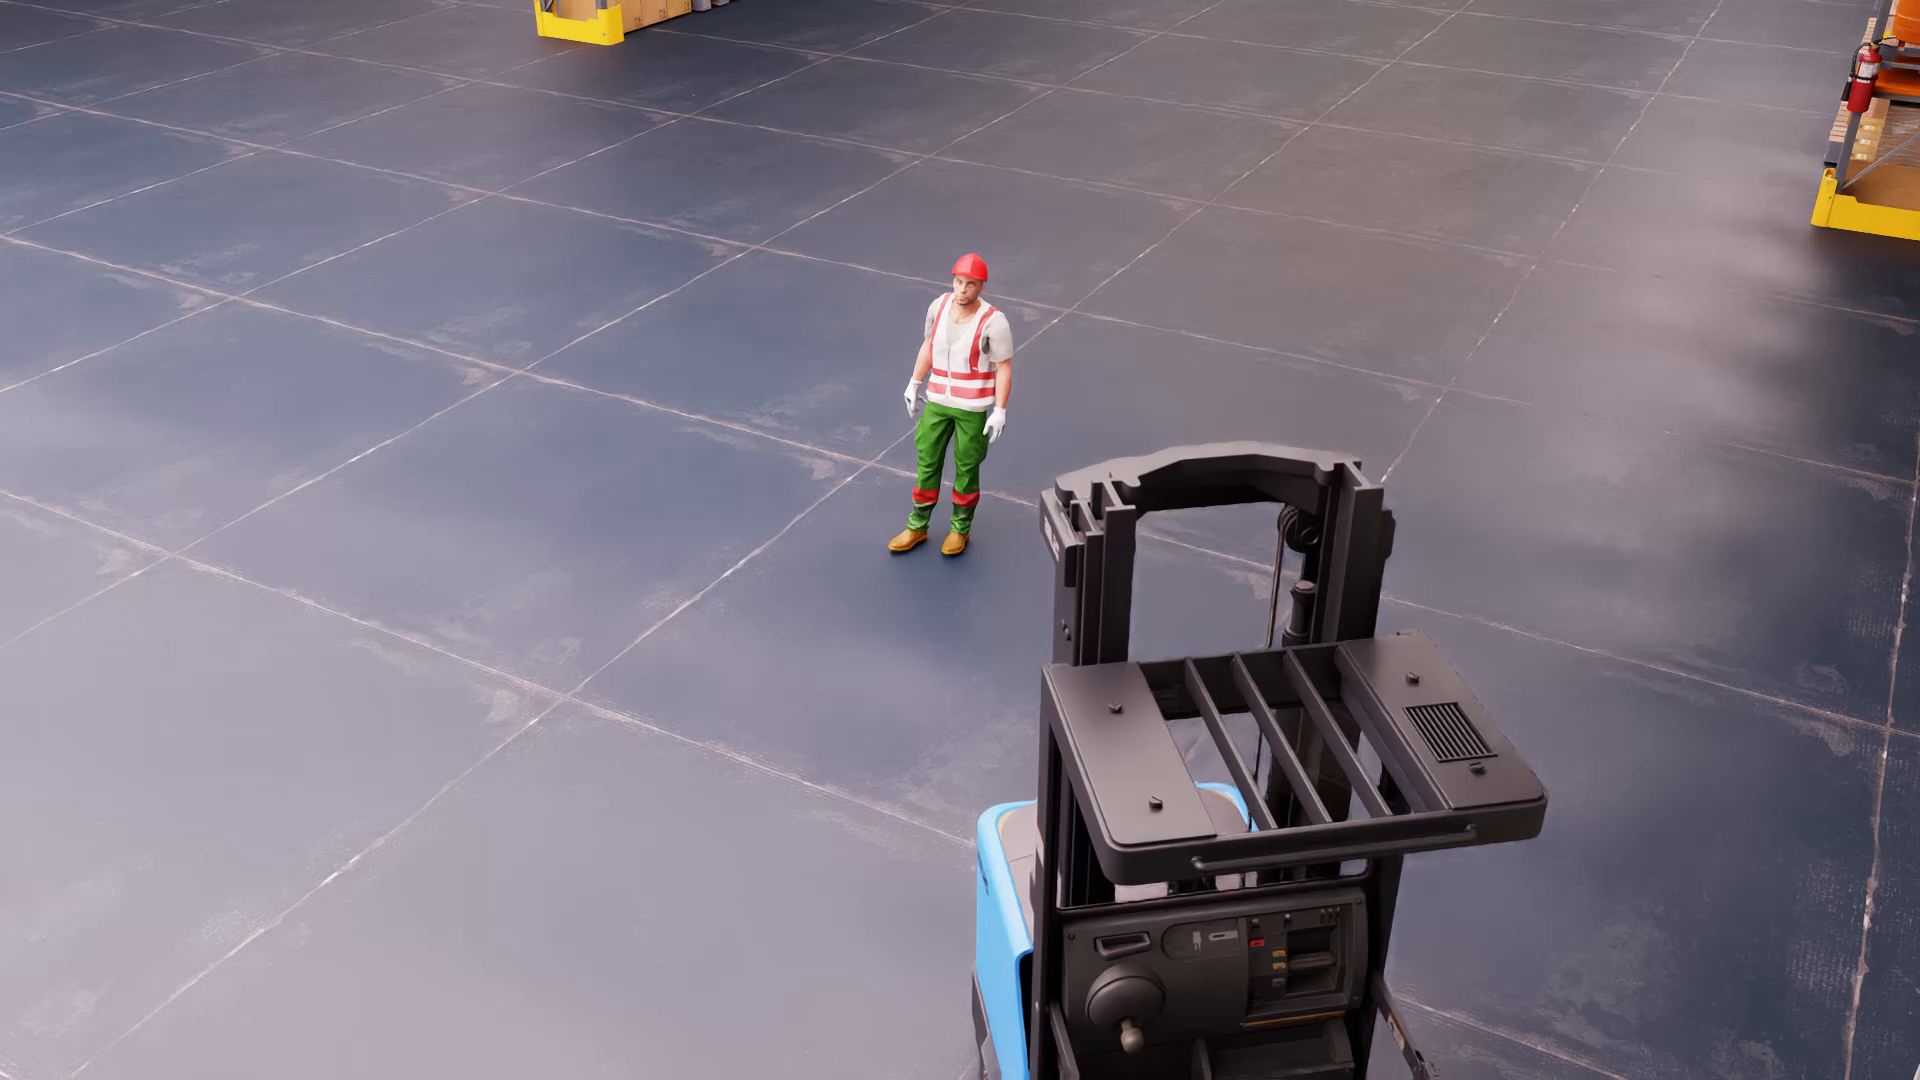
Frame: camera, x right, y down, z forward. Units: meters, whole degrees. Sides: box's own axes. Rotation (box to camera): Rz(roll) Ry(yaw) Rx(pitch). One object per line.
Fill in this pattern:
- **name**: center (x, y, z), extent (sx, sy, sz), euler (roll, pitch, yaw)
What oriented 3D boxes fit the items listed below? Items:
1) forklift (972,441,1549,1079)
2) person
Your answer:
- **forklift**: center (0.802, 1.328, 4.769), extent (1.130, 2.935, 3.031), euler (-5, 30, -8)
- **person**: center (-0.050, -0.749, 9.496), extent (0.637, 1.790, 0.562), euler (15, 33, 25)
